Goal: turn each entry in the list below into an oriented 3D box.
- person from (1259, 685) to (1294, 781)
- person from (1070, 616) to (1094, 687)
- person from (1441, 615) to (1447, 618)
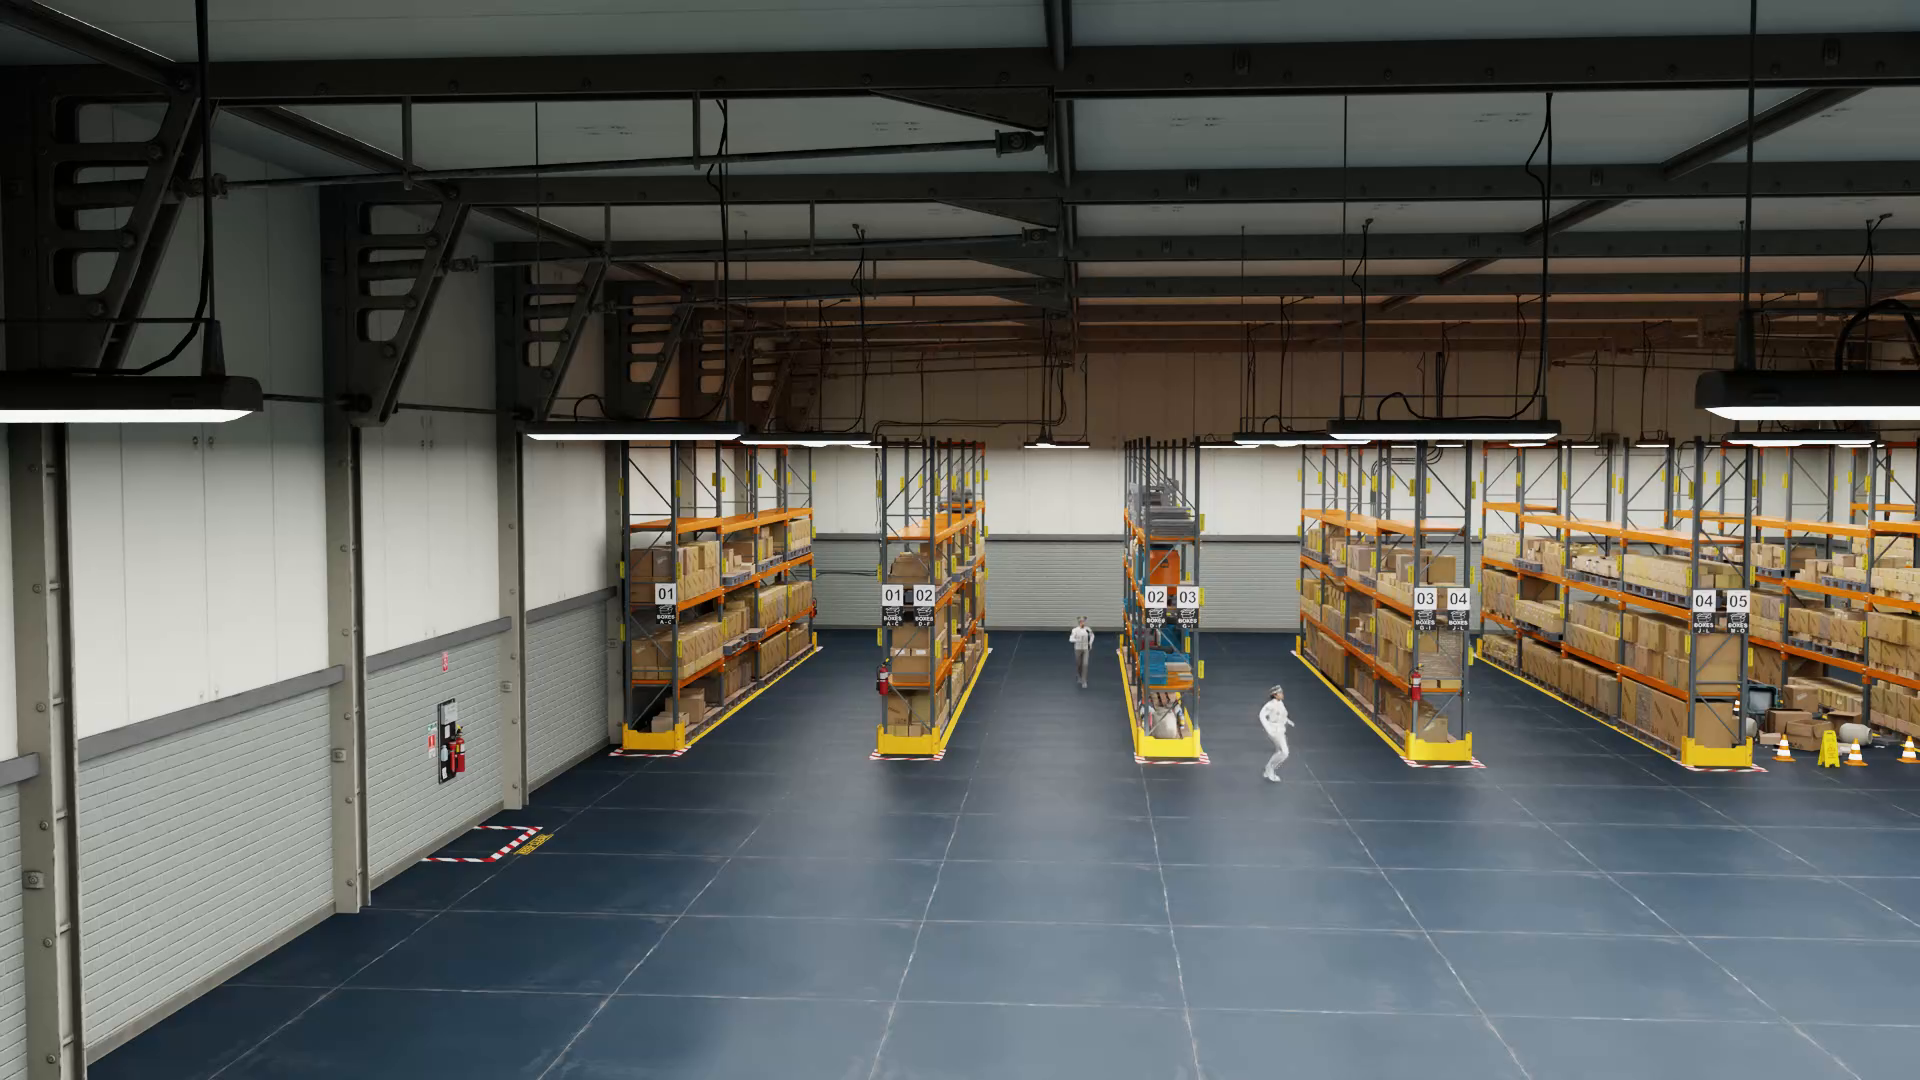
[{"bbox_3d":[5.502,3.336,28.818,0.527,1.670,0.669,2,4,35],"label":"person"},{"bbox_3d":[2.965,2.678,40.380,0.610,1.688,0.910,0,3,2],"label":"person"},{"bbox_3d":[13.138,2.485,45.523,0.604,1.712,0.734,1,3,13],"label":"person"}]
